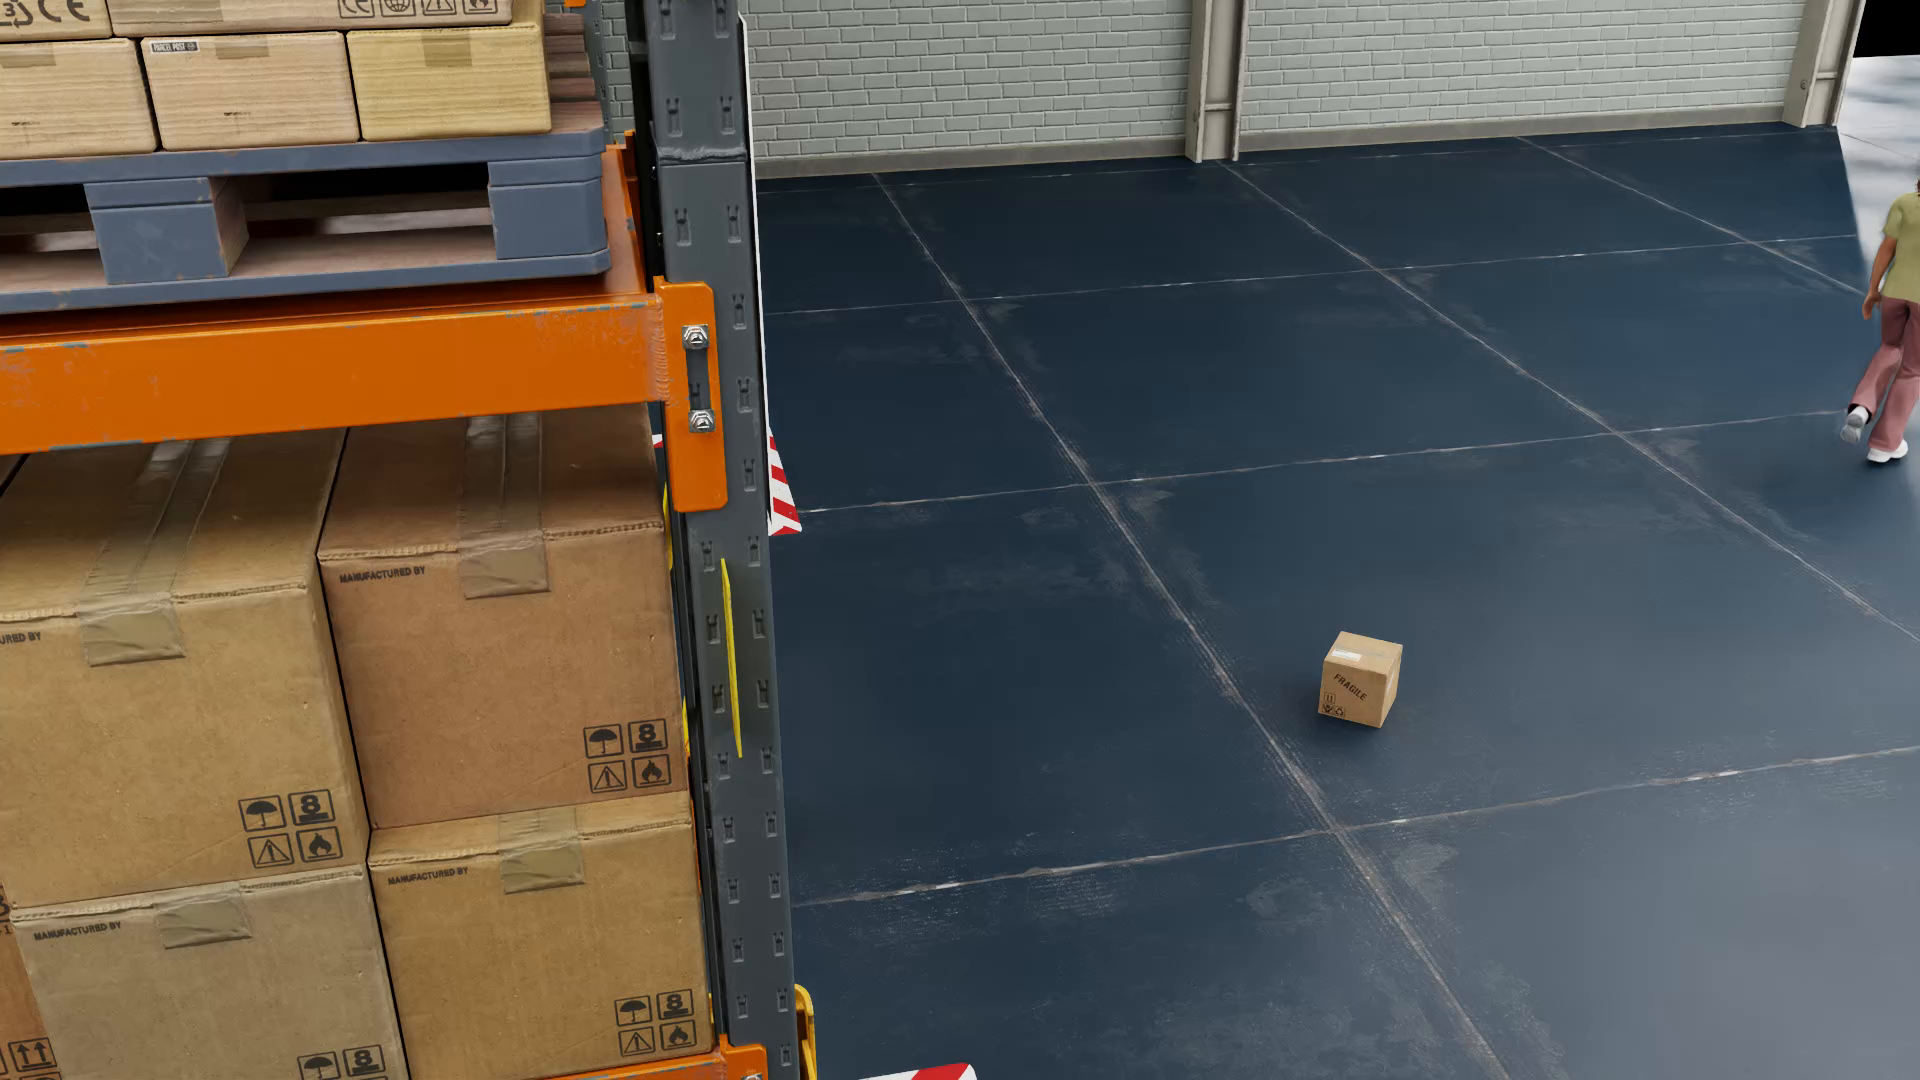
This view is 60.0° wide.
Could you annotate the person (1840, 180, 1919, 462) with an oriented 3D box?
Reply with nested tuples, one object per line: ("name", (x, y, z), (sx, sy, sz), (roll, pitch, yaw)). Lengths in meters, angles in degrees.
("person", (4.878, -1.238, 8.438), (0.445, 1.596, 0.462), (-16, 31, -29))
